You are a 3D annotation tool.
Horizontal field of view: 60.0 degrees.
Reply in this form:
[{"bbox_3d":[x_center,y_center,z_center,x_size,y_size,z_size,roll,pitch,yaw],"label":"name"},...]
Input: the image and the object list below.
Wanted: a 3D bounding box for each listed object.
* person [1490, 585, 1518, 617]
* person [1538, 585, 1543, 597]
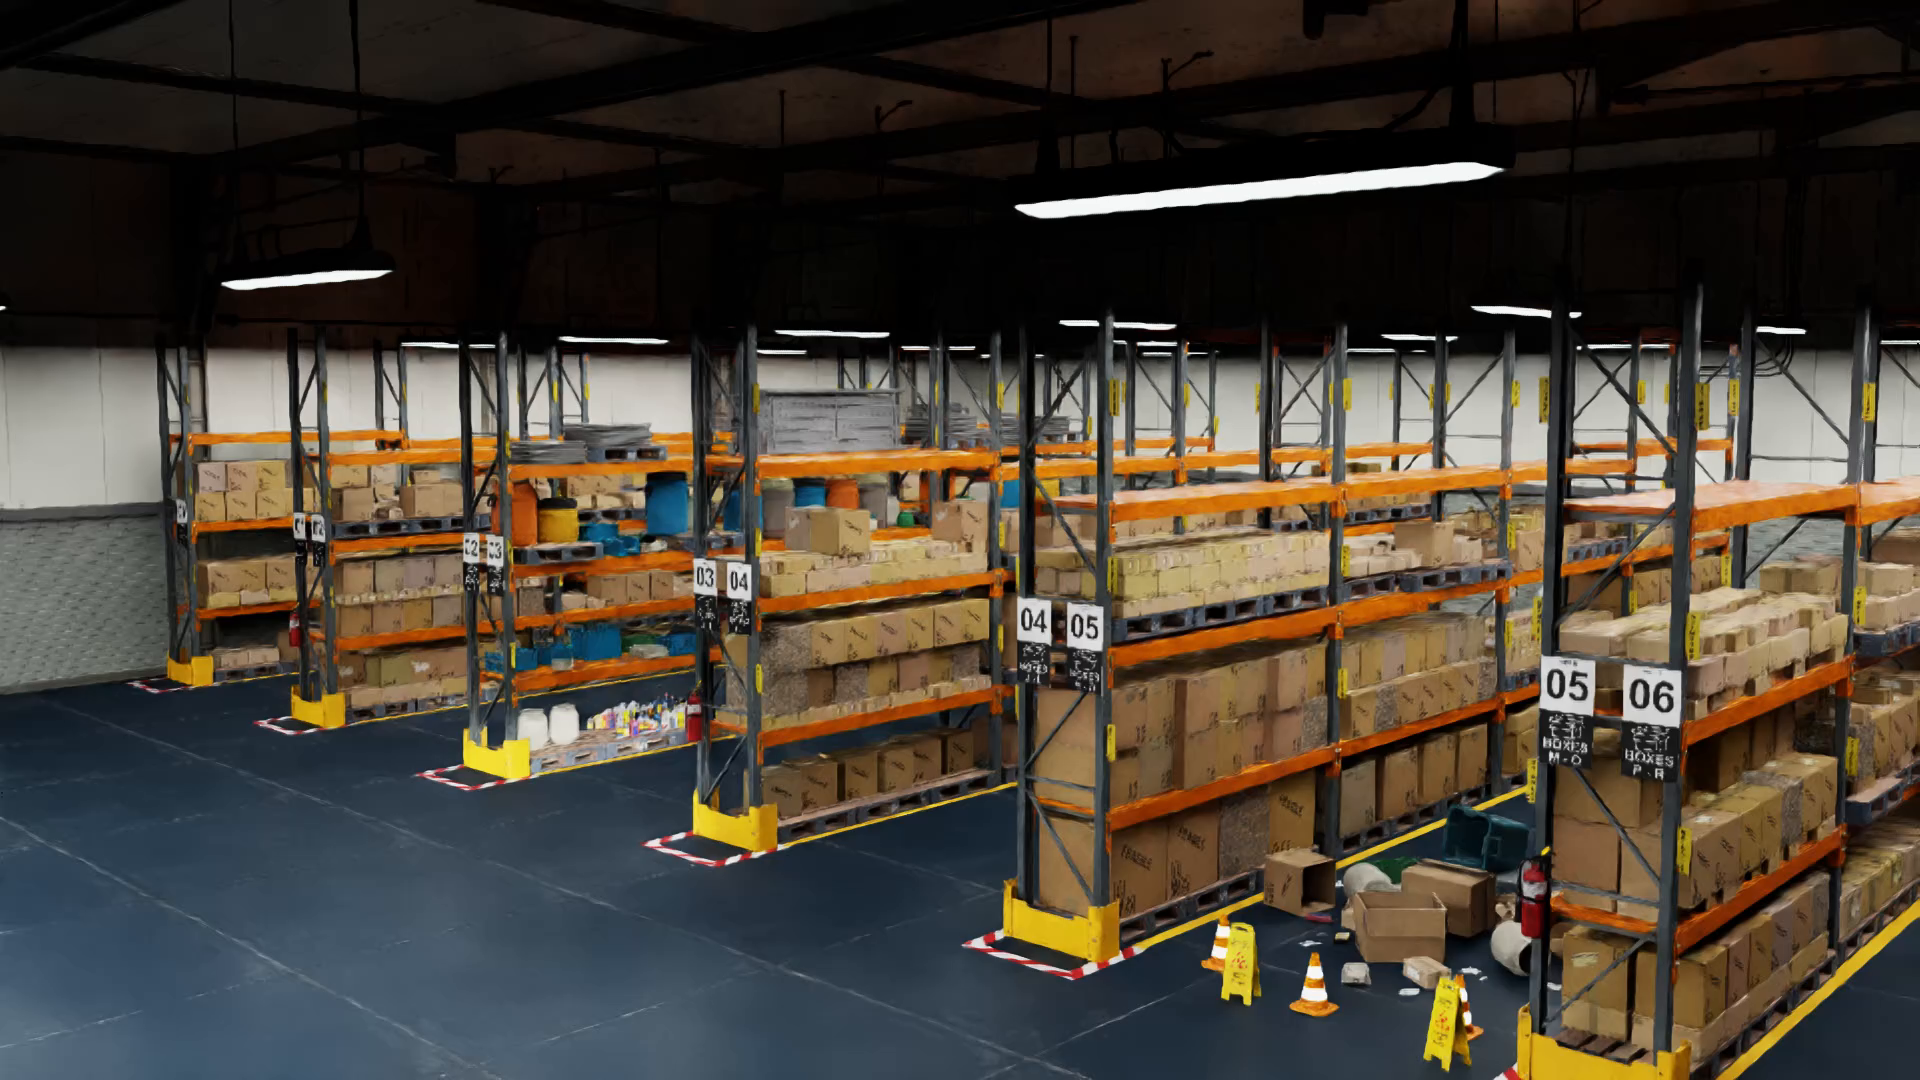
[{"bbox_3d":[10.975,1.168,33.813,0.668,1.665,0.489,0,5,-2],"label":"person"},{"bbox_3d":[10.953,1.376,30.806,0.473,1.777,0.709,1,5,12],"label":"person"}]
